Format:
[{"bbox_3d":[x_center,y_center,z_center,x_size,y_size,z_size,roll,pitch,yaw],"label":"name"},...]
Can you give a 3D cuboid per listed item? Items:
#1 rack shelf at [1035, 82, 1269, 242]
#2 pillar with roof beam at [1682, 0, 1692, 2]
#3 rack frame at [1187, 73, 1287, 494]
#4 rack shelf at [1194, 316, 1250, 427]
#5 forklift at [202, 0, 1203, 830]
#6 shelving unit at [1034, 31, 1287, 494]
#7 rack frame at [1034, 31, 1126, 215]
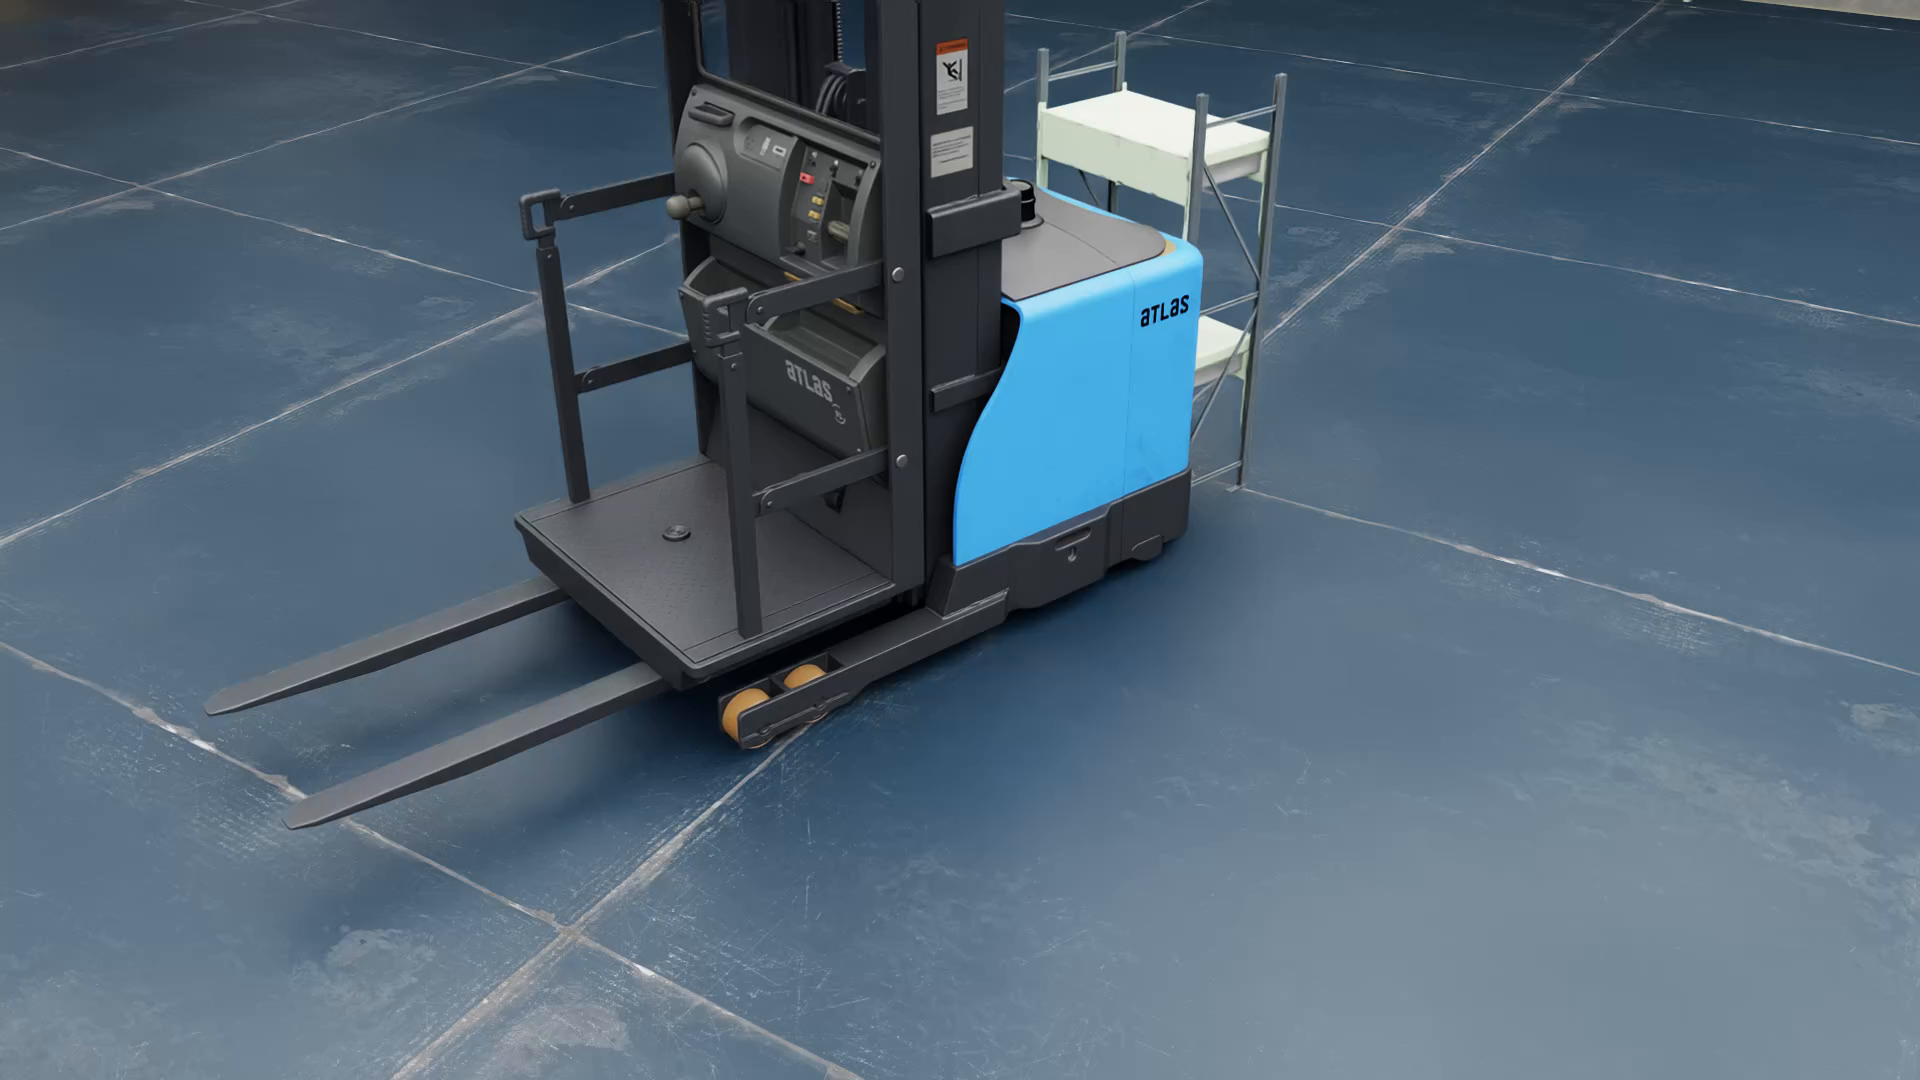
[{"bbox_3d":[0.655,-1.264,5.653,0.431,0.370,0.720,-23,37,-33],"label":"rack shelf"},{"bbox_3d":[3.291,-6.341,7.690,0.400,9.000,9.100,18,35,27],"label":"pillar with roof beam"},{"bbox_3d":[0.889,-0.785,5.606,0.400,1.500,0.023,-23,37,-33],"label":"rack frame"},{"bbox_3d":[0.655,-0.645,6.014,0.431,0.370,0.720,-23,37,-33],"label":"rack shelf"},{"bbox_3d":[-0.684,-0.974,4.510,3.031,2.935,1.130,-22,37,-33],"label":"forklift"},{"bbox_3d":[0.655,-0.927,5.850,0.431,1.500,0.755,-23,37,-33],"label":"shelving unit"},{"bbox_3d":[0.422,-1.069,6.093,0.400,1.500,0.023,-23,37,-33],"label":"rack frame"}]
